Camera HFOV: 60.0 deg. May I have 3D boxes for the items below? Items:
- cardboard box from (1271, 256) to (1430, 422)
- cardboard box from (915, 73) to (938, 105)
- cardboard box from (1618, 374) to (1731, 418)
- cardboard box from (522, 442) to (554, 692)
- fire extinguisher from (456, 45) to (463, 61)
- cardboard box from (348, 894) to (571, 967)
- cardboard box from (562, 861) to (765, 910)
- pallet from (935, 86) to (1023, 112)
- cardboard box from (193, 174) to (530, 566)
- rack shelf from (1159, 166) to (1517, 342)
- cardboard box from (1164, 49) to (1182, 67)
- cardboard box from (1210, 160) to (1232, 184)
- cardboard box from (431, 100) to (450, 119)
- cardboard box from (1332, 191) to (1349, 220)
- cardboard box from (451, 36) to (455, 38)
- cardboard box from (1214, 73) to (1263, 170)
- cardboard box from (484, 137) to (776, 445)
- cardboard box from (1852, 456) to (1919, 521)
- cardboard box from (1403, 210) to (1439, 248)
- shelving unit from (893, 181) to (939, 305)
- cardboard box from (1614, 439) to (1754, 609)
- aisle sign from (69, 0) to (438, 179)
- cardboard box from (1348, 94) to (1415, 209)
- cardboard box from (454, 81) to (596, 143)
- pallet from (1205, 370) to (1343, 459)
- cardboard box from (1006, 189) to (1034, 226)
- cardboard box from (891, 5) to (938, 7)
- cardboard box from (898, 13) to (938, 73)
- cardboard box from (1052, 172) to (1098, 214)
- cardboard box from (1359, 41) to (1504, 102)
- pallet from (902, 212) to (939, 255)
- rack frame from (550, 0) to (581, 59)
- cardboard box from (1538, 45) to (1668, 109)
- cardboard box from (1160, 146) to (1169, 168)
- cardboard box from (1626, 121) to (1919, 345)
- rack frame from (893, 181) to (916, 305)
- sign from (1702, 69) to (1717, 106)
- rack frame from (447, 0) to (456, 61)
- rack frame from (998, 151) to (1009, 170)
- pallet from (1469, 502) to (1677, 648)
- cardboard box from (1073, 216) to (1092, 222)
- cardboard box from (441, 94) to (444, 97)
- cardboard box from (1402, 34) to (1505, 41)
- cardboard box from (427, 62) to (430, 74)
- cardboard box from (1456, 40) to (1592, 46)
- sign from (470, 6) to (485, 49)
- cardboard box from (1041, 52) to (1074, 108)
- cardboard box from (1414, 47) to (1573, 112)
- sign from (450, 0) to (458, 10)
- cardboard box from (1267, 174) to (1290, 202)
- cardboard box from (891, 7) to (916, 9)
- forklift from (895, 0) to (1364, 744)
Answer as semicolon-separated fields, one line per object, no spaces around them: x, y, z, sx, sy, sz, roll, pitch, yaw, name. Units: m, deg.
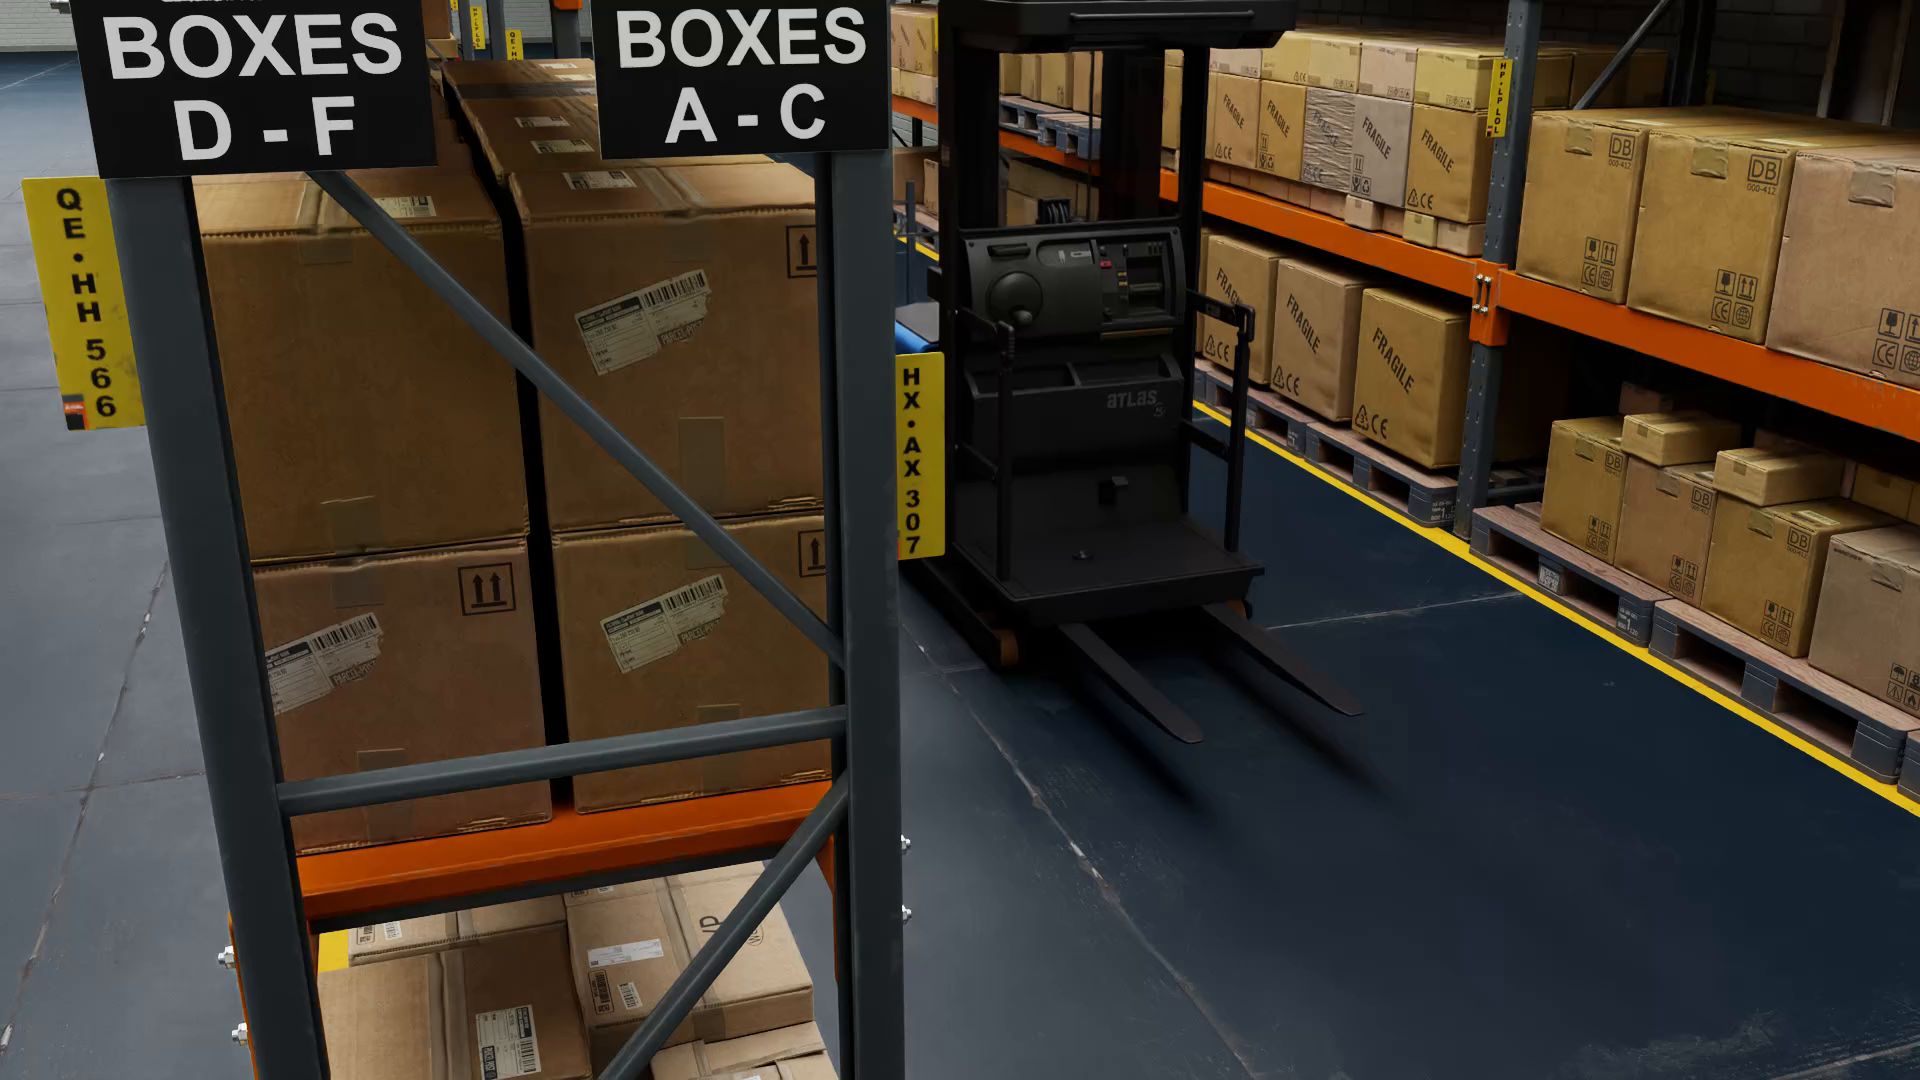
2.248;-1.137;9.203;0.750;0.750;0.750;-6;21;-16;cardboard box
-0.094;-4.097;15.078;0.500;0.250;0.500;-6;21;-17;cardboard box
3.138;-0.614;7.306;0.380;0.149;0.250;-7;21;-18;cardboard box
-0.643;-0.042;3.449;0.500;0.500;0.500;-7;21;-18;cardboard box
-5.212;-4.845;17.083;0.296;0.674;0.183;-6;21;-17;fire extinguisher
-1.262;0.971;4.193;0.500;0.250;0.500;-6;21;-17;cardboard box
-0.803;0.902;4.386;0.500;0.250;0.500;-6;21;-17;cardboard box
0.445;-3.687;14.029;1.003;0.211;1.213;-6;21;-17;pallet
-0.988;-0.291;2.663;0.500;0.500;0.500;-7;21;-18;cardboard box
2.229;-1.774;9.483;1.077;0.370;4.000;-6;21;-17;rack shelf
1.507;-3.122;10.444;0.500;0.250;0.500;-6;21;-16;cardboard box
1.754;-2.272;10.147;0.380;0.149;0.250;-7;21;-18;cardboard box
-1.476;-0.784;4.035;0.500;0.500;0.500;-6;21;-16;cardboard box
2.189;-1.771;8.752;0.380;0.149;0.250;-6;21;-17;cardboard box
-4.338;-4.050;13.649;0.380;0.149;0.250;-6;21;-16;cardboard box
1.821;-2.440;9.654;0.500;0.500;0.500;-6;21;-17;cardboard box
-0.647;-0.515;3.286;0.500;0.500;0.500;-6;21;-17;cardboard box
3.550;-0.197;6.145;0.380;0.149;0.250;-7;21;-18;cardboard box
2.381;-1.519;8.051;0.380;0.149;0.250;-6;21;-16;cardboard box
-0.302;-0.984;8.438;0.538;1.500;1.048;-7;21;-19;shelving unit
3.150;-0.080;6.778;0.700;0.500;0.500;-7;21;-18;cardboard box
-0.856;-0.829;1.941;0.394;0.787;0.004;-6;21;-17;aisle sign
2.303;-1.952;8.295;0.500;0.500;0.500;-6;21;-17;cardboard box
-1.117;-1.001;4.638;0.500;0.500;0.500;-6;21;-17;cardboard box
2.156;-0.791;9.805;1.003;0.211;1.213;-6;21;-17;pallet
0.800;-2.674;13.971;0.700;0.500;0.500;-7;21;-18;cardboard box
-0.415;-5.322;17.380;0.500;0.500;0.500;-6;21;-16;cardboard box
-0.261;-4.608;15.393;0.500;0.500;0.500;-7;21;-18;cardboard box
1.038;-2.718;12.984;0.500;0.250;0.500;-6;21;-17;cardboard box
2.316;-2.308;8.179;0.500;0.250;0.500;-6;21;-16;cardboard box
0.098;-2.938;15.783;1.003;0.211;1.213;-6;21;-17;pallet
-1.844;-0.944;6.106;1.000;3.000;0.127;-6;21;-17;rack frame
2.960;-2.196;7.865;0.500;0.250;0.500;-6;21;-16;cardboard box
1.484;-2.516;10.825;0.380;0.149;0.250;-7;21;-18;cardboard box
3.237;-1.202;6.381;0.980;0.700;0.700;-7;21;-19;cardboard box
-0.475;-1.146;8.888;0.500;1.500;0.032;-7;21;-19;rack frame
3.384;-1.975;7.581;0.100;0.325;0.005;-6;21;-17;sign
-5.616;-4.794;16.827;1.000;3.000;0.127;-6;21;-17;rack frame
0.343;-4.038;14.722;1.000;3.000;0.127;-6;21;-17;rack frame
3.022;0.094;7.344;1.003;0.211;1.213;-6;21;-17;pallet
1.273;-2.189;12.619;0.700;0.500;0.500;-6;21;-17;cardboard box
-2.458;-1.749;7.578;0.700;0.500;0.500;-12;23;-31;cardboard box
2.627;-2.523;8.777;0.500;0.250;0.500;-7;21;-19;cardboard box
-1.963;-1.280;5.416;0.500;0.500;0.500;-6;21;-16;cardboard box
2.789;-2.363;8.331;0.500;0.250;0.500;-6;21;-17;cardboard box
-3.846;-4.079;13.240;0.100;0.325;0.005;-6;21;-17;sign
1.030;-3.556;12.581;0.700;0.500;0.500;-6;21;-17;cardboard box
2.468;-2.143;7.719;0.500;0.250;0.500;-6;21;-16;cardboard box
-5.096;-5.504;16.740;0.100;0.325;0.005;-6;21;-17;sign
1.976;-2.025;9.458;0.380;0.149;0.250;-6;21;-17;cardboard box
-0.747;-5.102;16.768;0.500;0.500;0.500;-7;21;-19;cardboard box
0.542;-1.028;6.442;1.130;2.935;3.031;-7;21;-19;forklift
